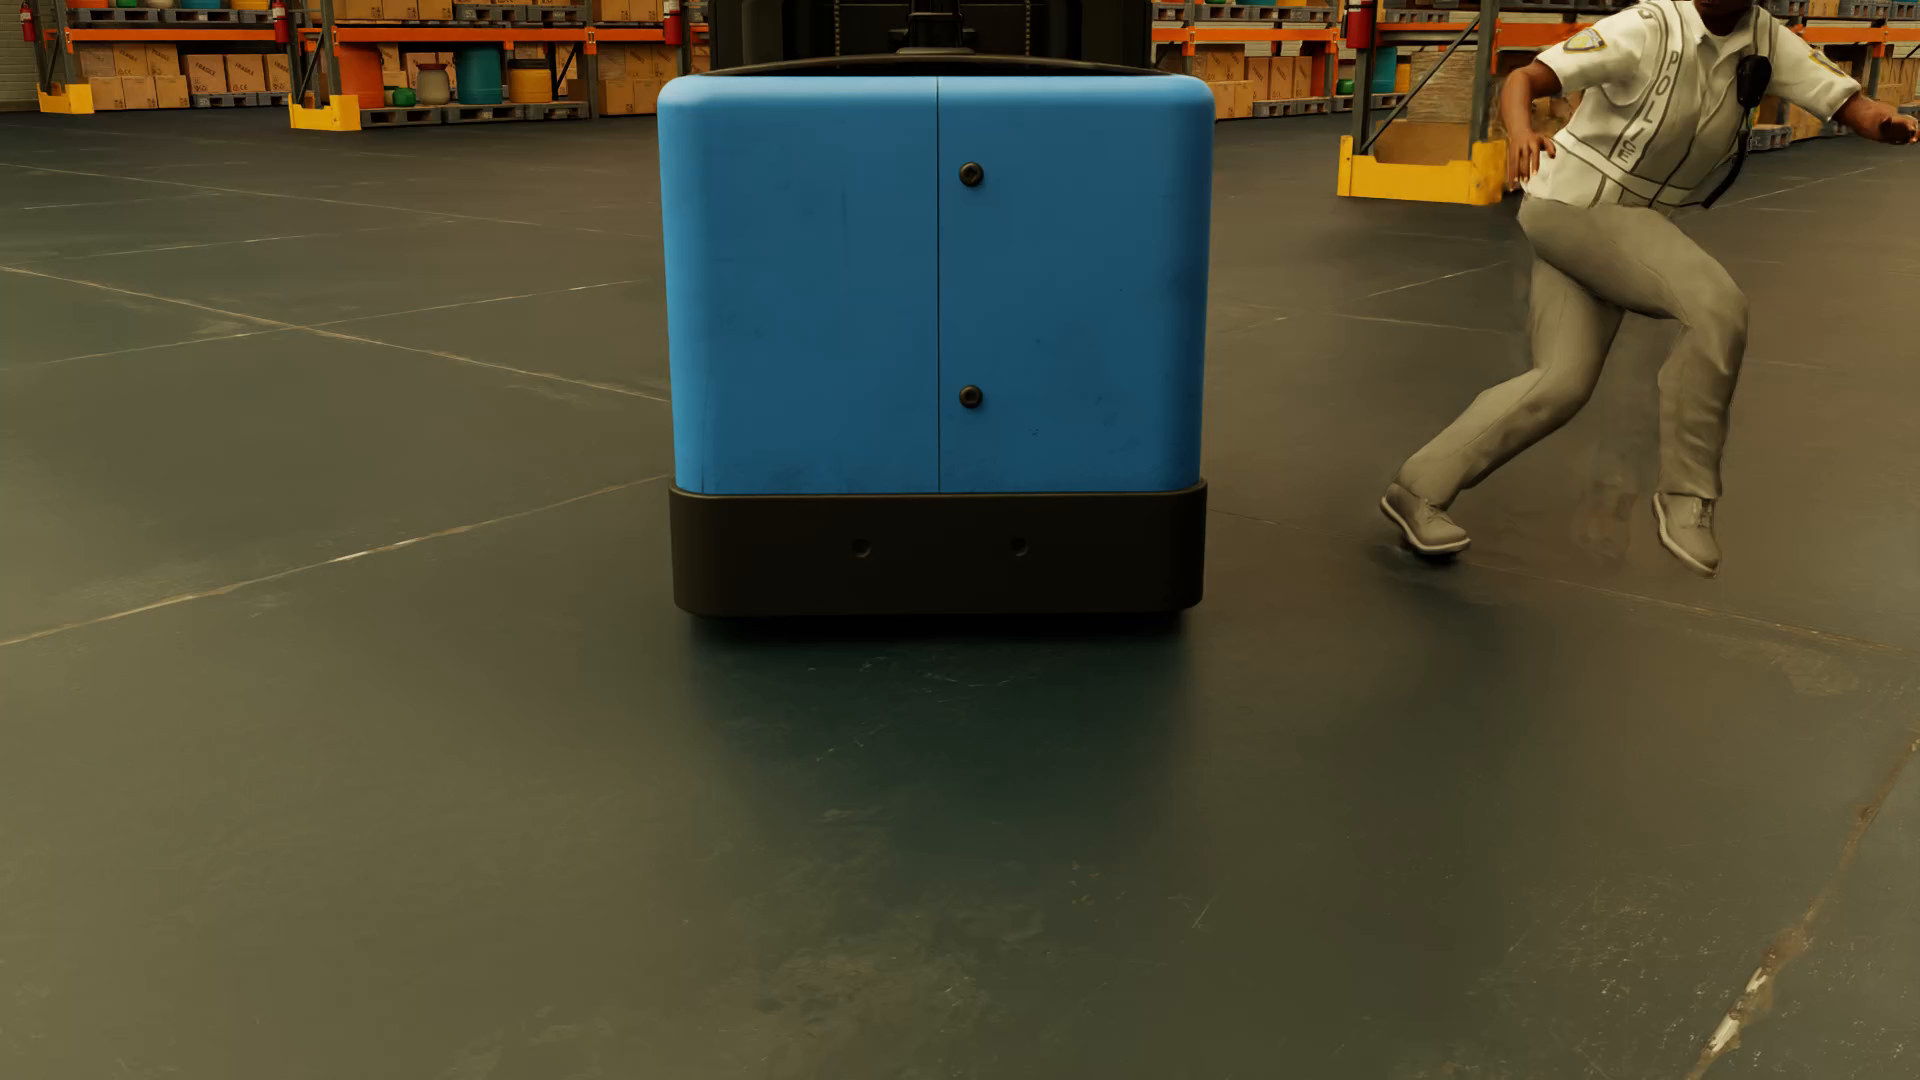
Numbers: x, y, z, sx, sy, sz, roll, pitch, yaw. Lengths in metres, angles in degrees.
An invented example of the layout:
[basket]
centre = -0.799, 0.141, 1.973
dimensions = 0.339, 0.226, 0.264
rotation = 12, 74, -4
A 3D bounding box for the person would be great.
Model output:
[person]
centre = 1.510, -0.647, 3.587
dimensions = 0.907, 1.425, 0.900
rotation = -12, 20, -34

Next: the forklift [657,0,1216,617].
[forklift]
centre = -0.079, -1.628, 4.259
dimensions = 1.130, 2.935, 3.031
rotation = 0, 17, -2
